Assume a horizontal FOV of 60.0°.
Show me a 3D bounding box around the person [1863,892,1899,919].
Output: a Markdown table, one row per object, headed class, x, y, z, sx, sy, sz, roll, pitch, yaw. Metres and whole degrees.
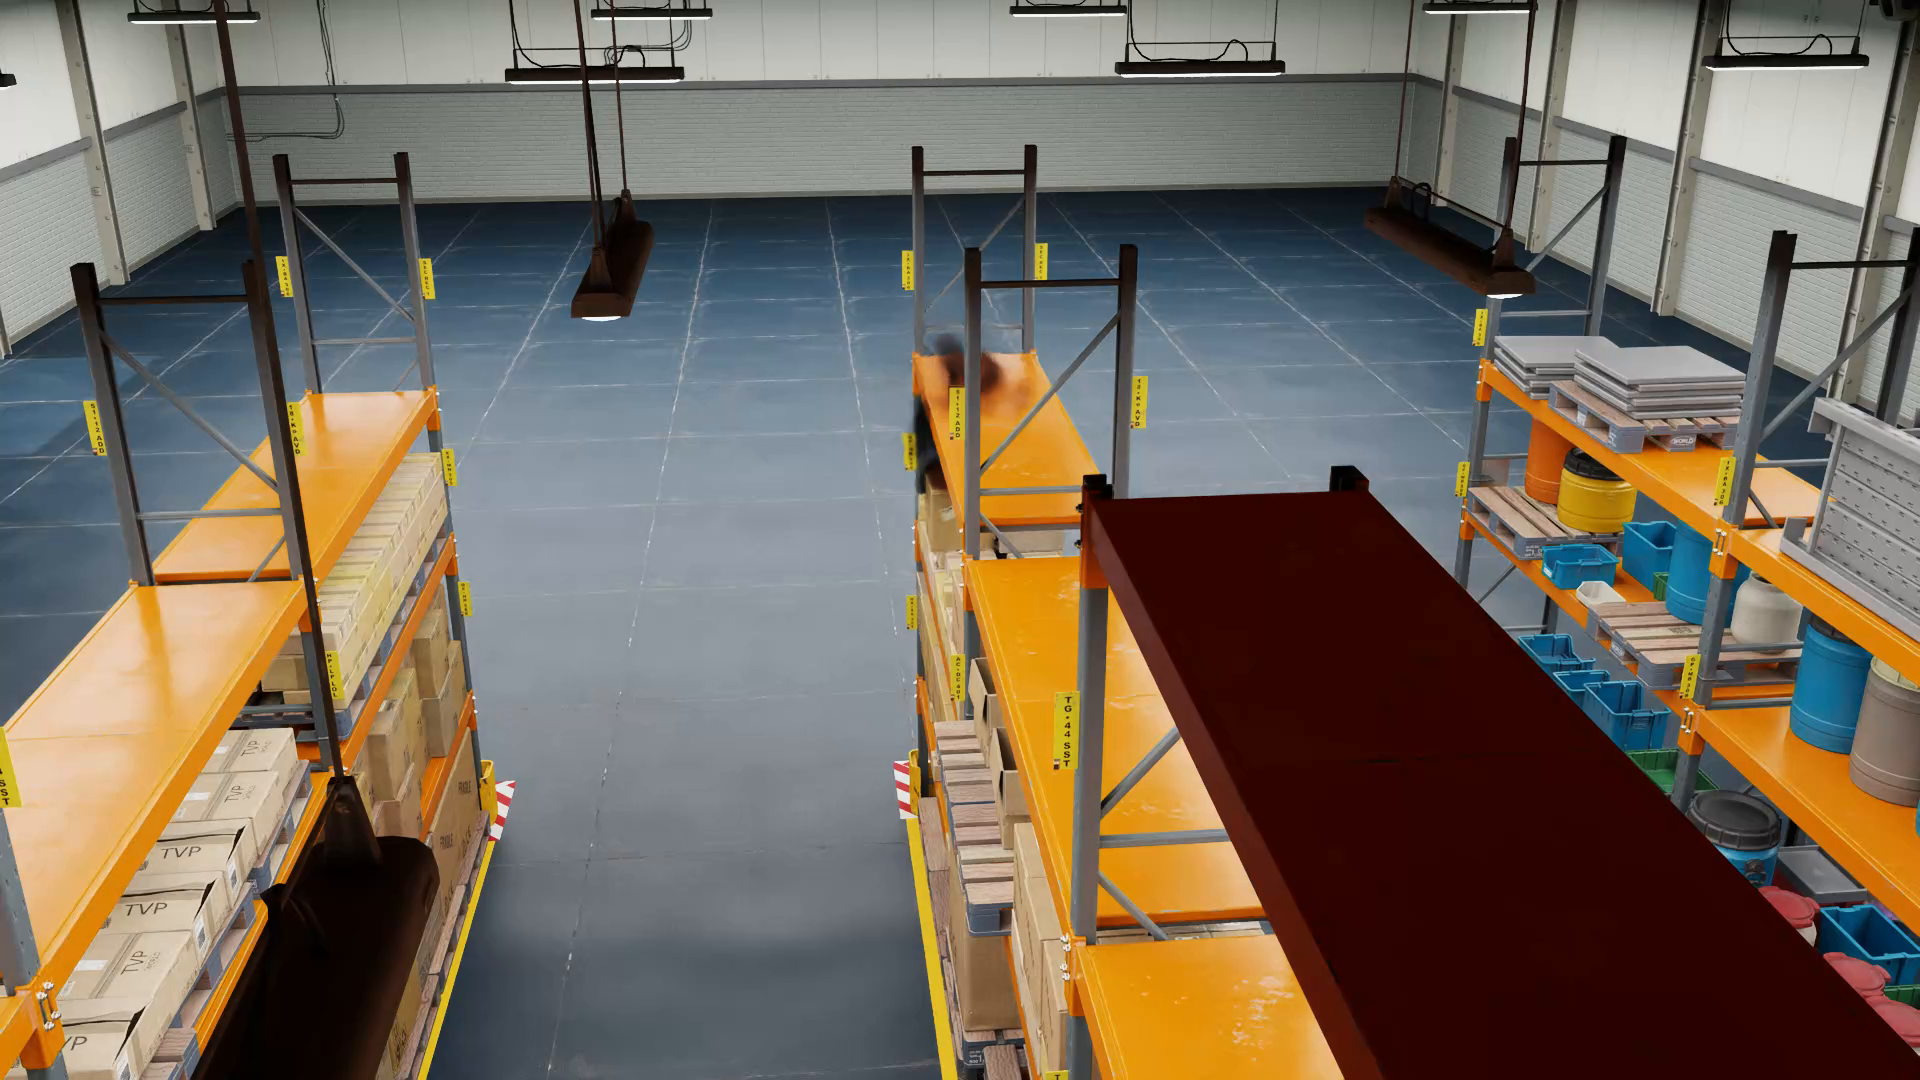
| class | x | y | z | sx | sy | sz | roll | pitch | yaw |
| --- | --- | --- | --- | --- | --- | --- | --- | --- | --- |
| person | 6.846 | 2.780 | 12.395 | 0.537 | 1.596 | 0.878 | -5 | 22 | -12 |
